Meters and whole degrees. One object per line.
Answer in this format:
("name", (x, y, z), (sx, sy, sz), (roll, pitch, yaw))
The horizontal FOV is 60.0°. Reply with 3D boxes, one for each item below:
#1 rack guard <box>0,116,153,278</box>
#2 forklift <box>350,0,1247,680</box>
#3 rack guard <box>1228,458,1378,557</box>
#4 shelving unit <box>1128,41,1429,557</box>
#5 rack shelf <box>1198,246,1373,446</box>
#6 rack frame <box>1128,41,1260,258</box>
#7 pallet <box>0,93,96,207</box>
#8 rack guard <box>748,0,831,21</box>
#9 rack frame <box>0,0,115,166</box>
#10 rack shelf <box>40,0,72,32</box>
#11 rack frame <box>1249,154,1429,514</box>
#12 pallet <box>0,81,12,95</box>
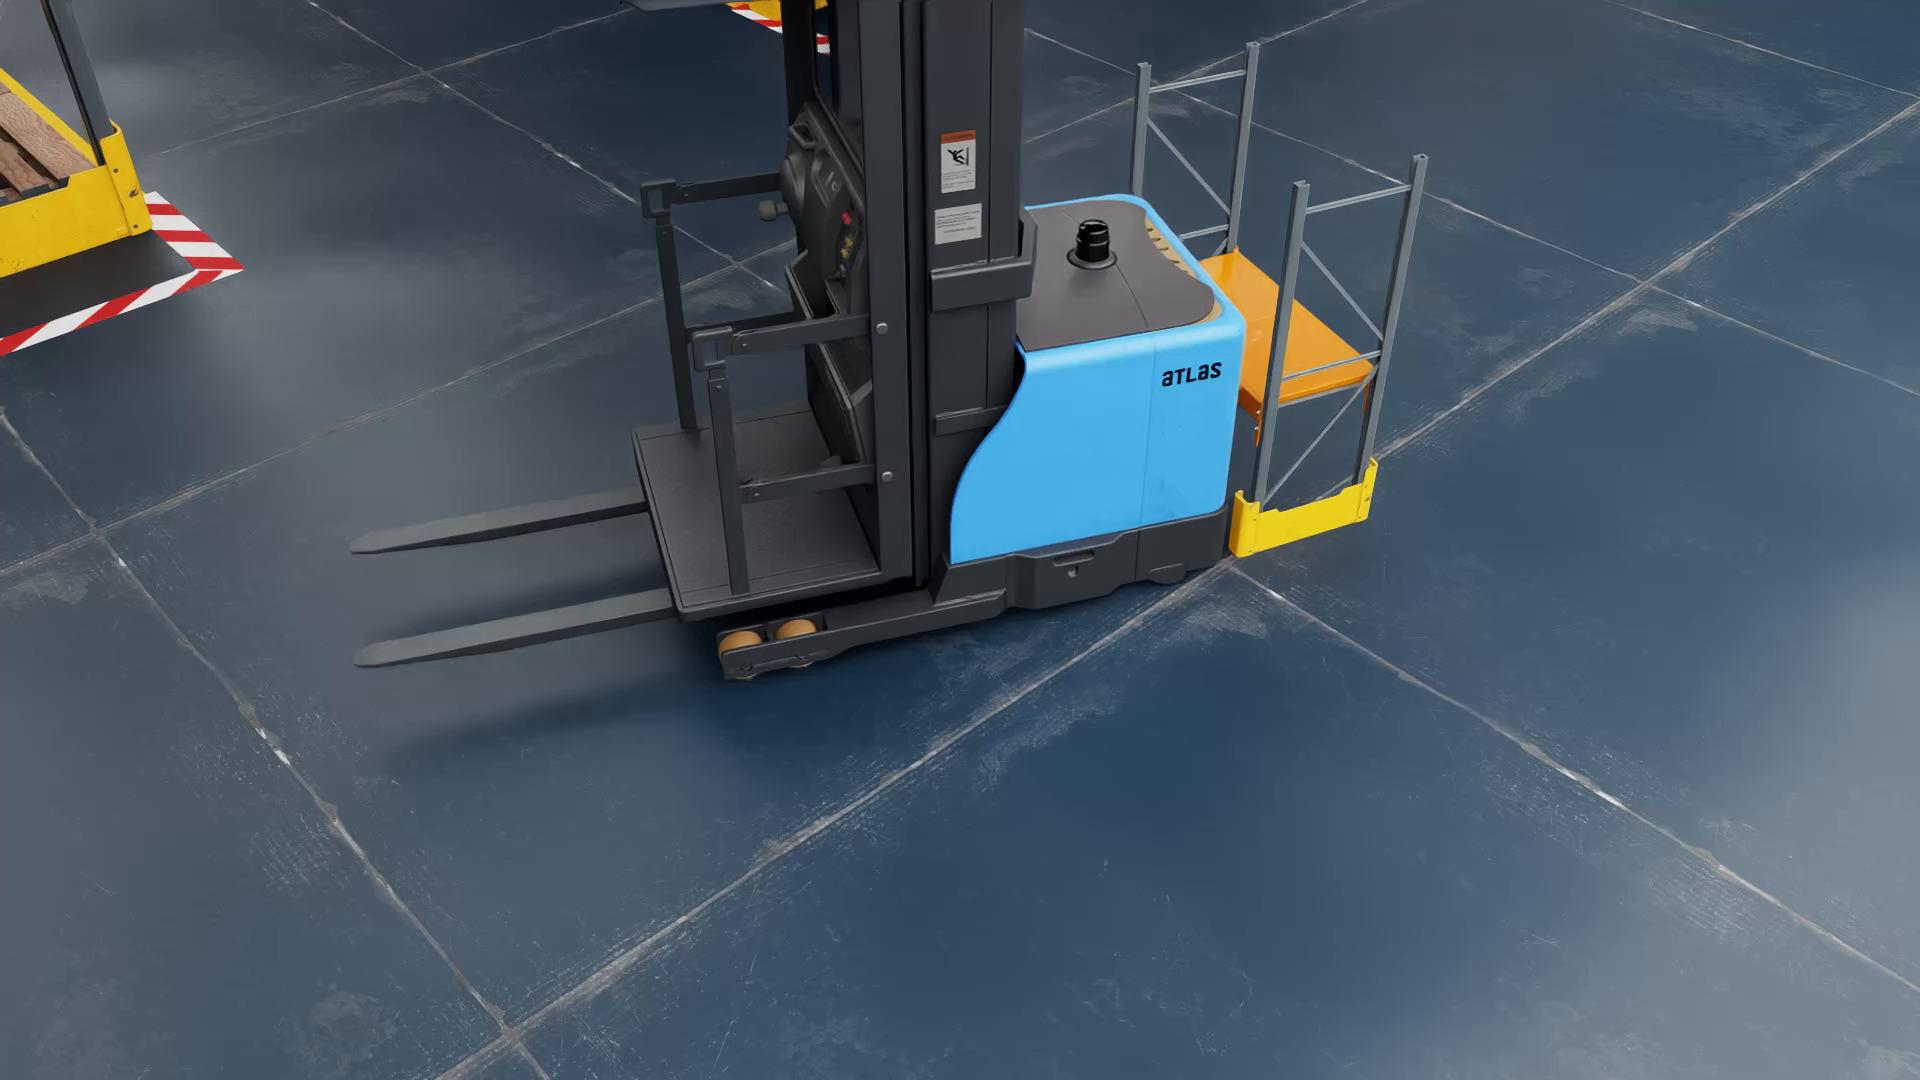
("rack guard", (-4.477, -1.556, 7.778), (1.175, 0.500, 0.348), (-30, 48, -32))
("forklift", (-0.615, -1.039, 5.203), (3.031, 2.935, 1.130), (-11, 40, -13))
("rack guard", (1.281, -0.128, 6.210), (0.587, 0.250, 0.087), (-16, 42, -19))
("shelving unit", (1.076, -0.900, 6.170), (0.587, 1.500, 1.083), (-16, 42, -19))
("rack shelf", (1.079, -0.754, 6.277), (0.538, 0.185, 1.000), (-16, 42, -19))
("rack frame", (0.870, -1.185, 6.524), (0.500, 1.500, 0.032), (-16, 42, -19))
("pallet", (-5.023, -1.822, 8.337), (1.003, 0.211, 1.213), (-30, 48, -32))
("rack guard", (-0.795, -3.680, 10.409), (1.175, 0.500, 0.348), (-30, 48, -32))
("rack frame", (-4.391, -2.513, 6.974), (1.000, 3.000, 0.127), (-30, 48, -32))
("rack shelf", (-5.744, -3.159, 8.346), (1.077, 0.370, 4.000), (-30, 48, -32))
("rack frame", (1.289, -0.603, 5.803), (0.500, 1.500, 0.032), (-16, 42, -19))
("pallet", (-5.844, -2.386, 9.036), (1.003, 0.211, 1.213), (-30, 48, -32))
